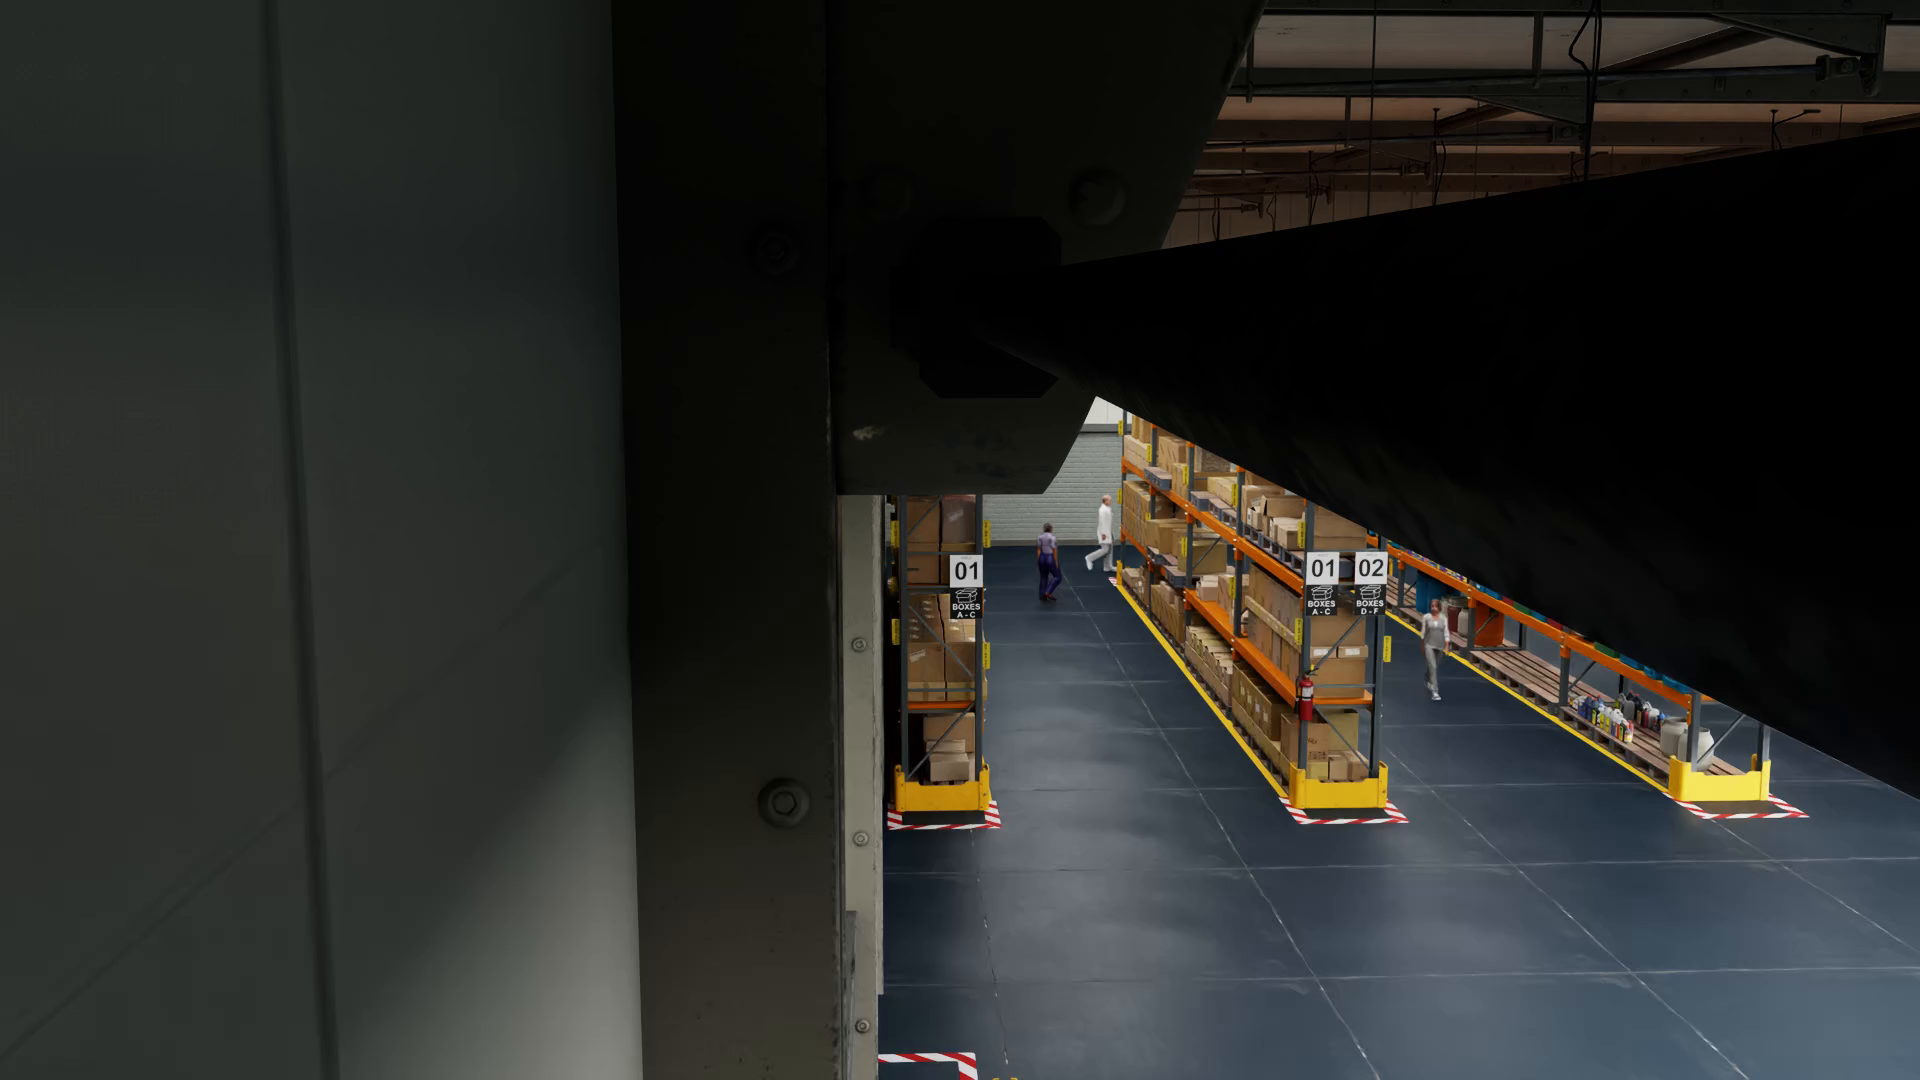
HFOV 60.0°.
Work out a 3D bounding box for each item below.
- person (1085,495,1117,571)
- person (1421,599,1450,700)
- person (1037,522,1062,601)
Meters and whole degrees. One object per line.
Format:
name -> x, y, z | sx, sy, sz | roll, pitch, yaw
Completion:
person -> 3.259, -0.153, 37.995 | 0.754, 1.767, 0.644 | 3, 9, 16
person -> 7.496, 1.690, 26.229 | 0.392, 1.539, 0.972 | -1, 8, -4
person -> 1.801, 0.458, 34.314 | 0.518, 1.650, 0.445 | 8, 11, 42
